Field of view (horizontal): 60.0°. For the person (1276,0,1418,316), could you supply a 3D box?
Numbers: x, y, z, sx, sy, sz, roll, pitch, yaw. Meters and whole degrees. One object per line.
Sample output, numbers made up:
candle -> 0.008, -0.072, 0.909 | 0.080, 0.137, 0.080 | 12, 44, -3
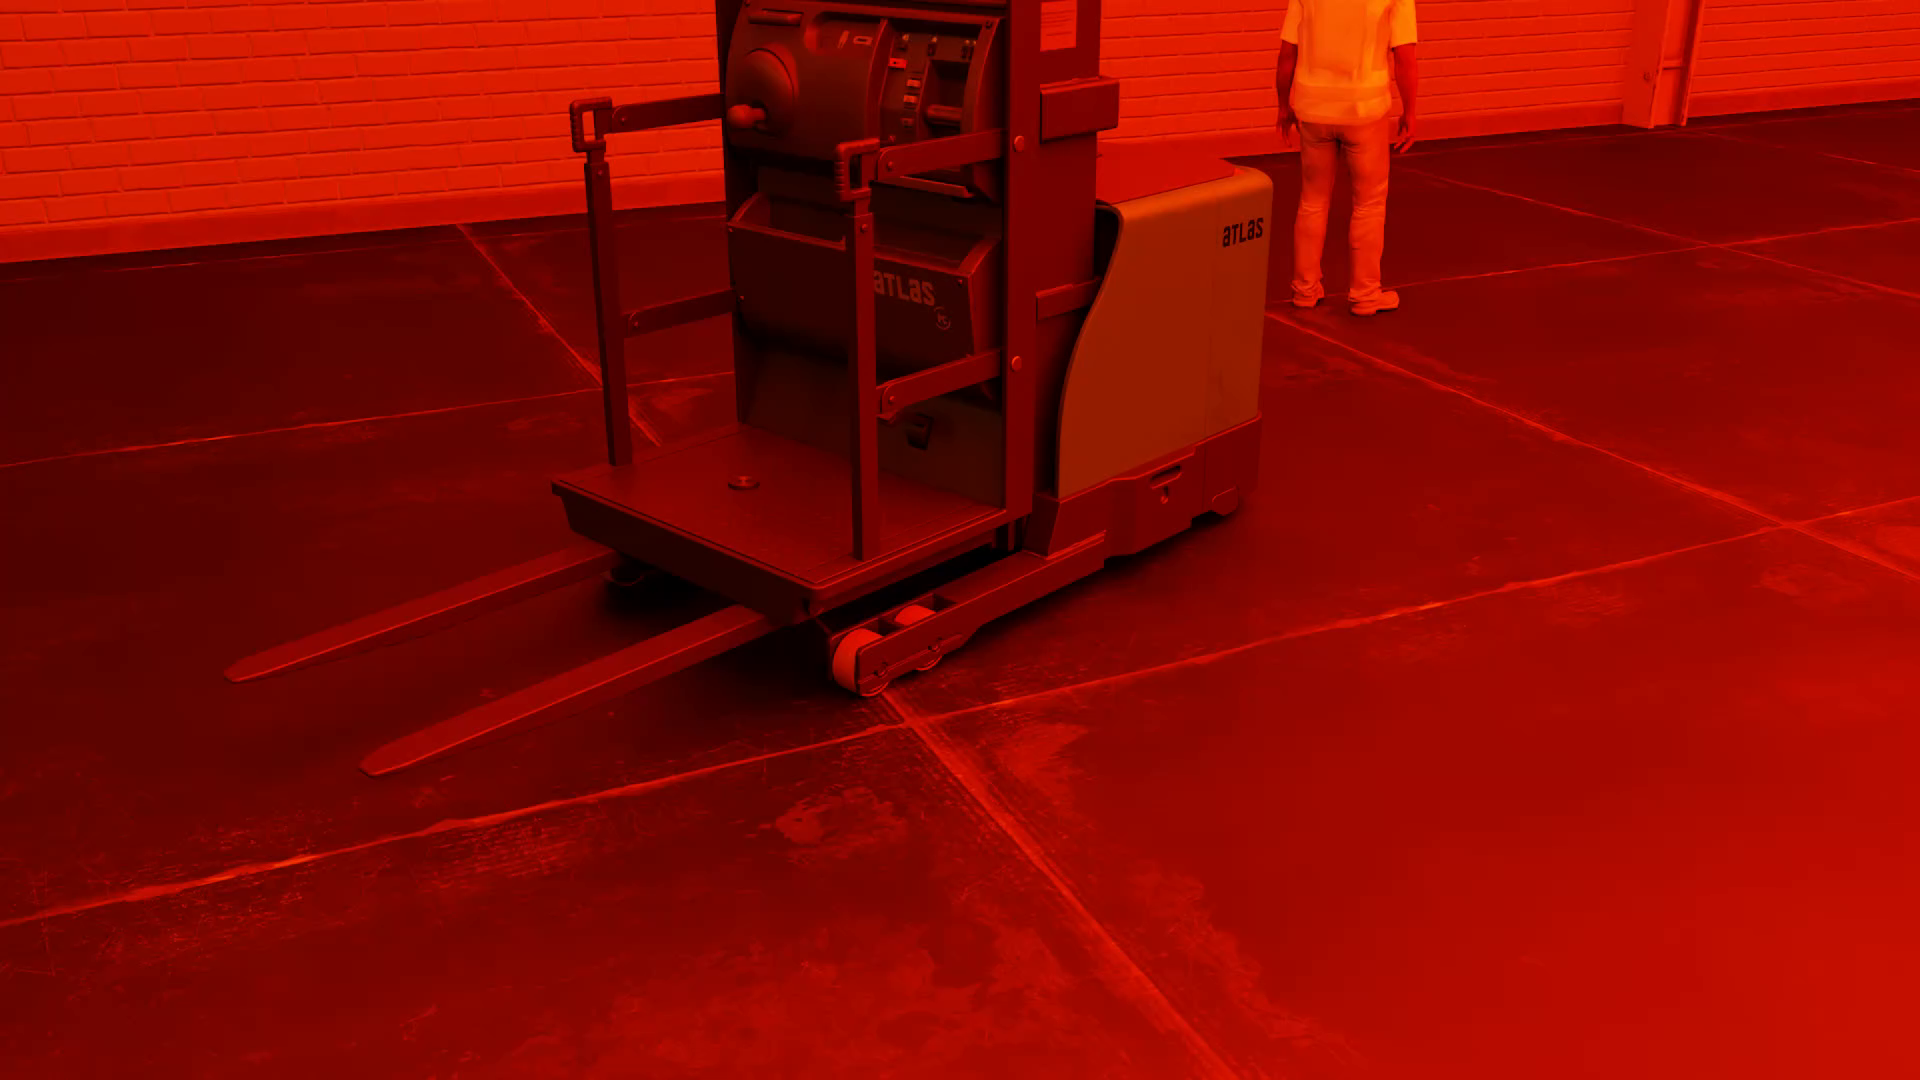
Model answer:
person -> 1.718, -1.906, 7.406 | 0.634, 1.759, 0.460 | 12, 26, 27

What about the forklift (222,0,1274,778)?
forklift -> -0.413, -1.182, 4.131 | 1.130, 2.935, 3.031 | 19, 29, 39
